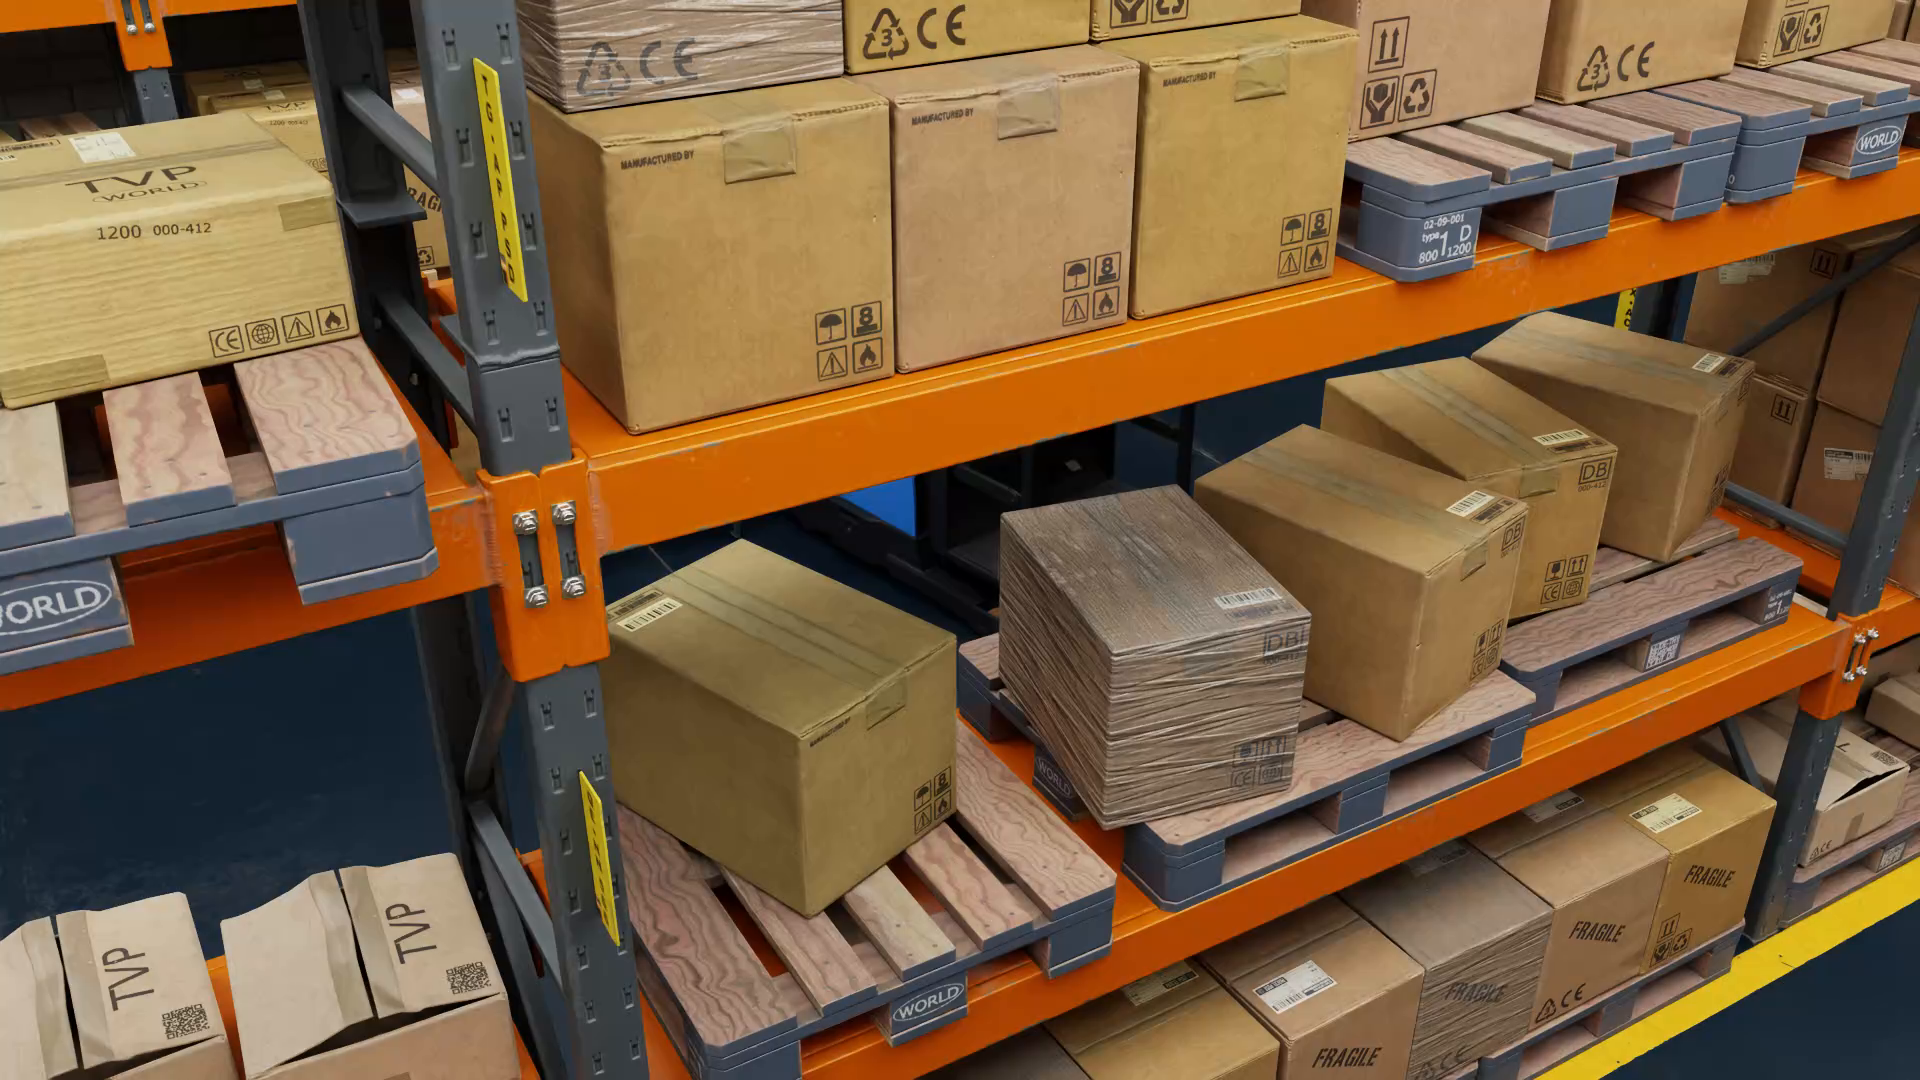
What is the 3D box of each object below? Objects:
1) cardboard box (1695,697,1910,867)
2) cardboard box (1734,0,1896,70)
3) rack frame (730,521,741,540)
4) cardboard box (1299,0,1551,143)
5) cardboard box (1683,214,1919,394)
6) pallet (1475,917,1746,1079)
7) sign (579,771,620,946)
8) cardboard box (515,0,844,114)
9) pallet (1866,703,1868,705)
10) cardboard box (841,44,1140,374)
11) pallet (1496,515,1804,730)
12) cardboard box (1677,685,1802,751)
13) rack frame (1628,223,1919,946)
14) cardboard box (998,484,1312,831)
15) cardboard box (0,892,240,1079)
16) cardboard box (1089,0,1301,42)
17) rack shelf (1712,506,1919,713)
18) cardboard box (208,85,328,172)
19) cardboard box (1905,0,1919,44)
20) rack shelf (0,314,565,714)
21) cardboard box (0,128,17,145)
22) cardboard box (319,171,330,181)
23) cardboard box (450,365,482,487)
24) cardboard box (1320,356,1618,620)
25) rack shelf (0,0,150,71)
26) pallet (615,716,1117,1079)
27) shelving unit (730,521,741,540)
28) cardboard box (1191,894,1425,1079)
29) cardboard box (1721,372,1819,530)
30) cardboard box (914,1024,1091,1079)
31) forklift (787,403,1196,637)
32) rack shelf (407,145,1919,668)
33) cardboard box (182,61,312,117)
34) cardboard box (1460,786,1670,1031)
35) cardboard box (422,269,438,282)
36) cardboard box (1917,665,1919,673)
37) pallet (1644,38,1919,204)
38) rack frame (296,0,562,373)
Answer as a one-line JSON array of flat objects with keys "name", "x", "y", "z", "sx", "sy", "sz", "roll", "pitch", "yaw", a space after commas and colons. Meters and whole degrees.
[{"name": "cardboard box", "x": 3.002, "y": 0.833, "z": 5.964, "sx": 0.500, "sy": 0.311, "sz": 0.500, "roll": -16, "pitch": 33, "yaw": -26}, {"name": "cardboard box", "x": 2.059, "y": -1.631, "z": 4.356, "sx": 0.600, "sy": 0.600, "sz": 0.600, "roll": -19, "pitch": 34, "yaw": -31}, {"name": "rack frame", "x": -1.209, "y": -0.742, "z": 8.014, "sx": 0.023, "sy": 1.500, "sz": 0.400, "roll": -17, "pitch": 32, "yaw": -27}, {"name": "cardboard box", "x": 0.910, "y": -1.304, "z": 3.762, "sx": 0.600, "sy": 0.600, "sz": 0.600, "roll": -17, "pitch": 33, "yaw": -28}, {"name": "cardboard box", "x": 2.835, "y": -0.852, "z": 5.552, "sx": 0.500, "sy": 0.500, "sz": 0.500, "roll": -16, "pitch": 33, "yaw": -26}, {"name": "pallet", "x": 1.848, "y": 1.297, "z": 5.682, "sx": 1.213, "sy": 0.211, "sz": 1.003, "roll": -16, "pitch": 33, "yaw": -26}, {"name": "sign", "x": -0.634, "y": 0.563, "z": 2.926, "sx": 0.005, "sy": 0.325, "sz": 0.100, "roll": -16, "pitch": 33, "yaw": -26}, {"name": "cardboard box", "x": -0.539, "y": -1.059, "z": 2.822, "sx": 0.500, "sy": 0.500, "sz": 0.500, "roll": -16, "pitch": 33, "yaw": -26}, {"name": "pallet", "x": 4.176, "y": 0.613, "z": 6.920, "sx": 1.213, "sy": 0.211, "sz": 1.003, "roll": -16, "pitch": 33, "yaw": -26}, {"name": "cardboard box", "x": -0.119, "y": -0.763, "z": 3.320, "sx": 0.500, "sy": 0.500, "sz": 0.910, "roll": -16, "pitch": 33, "yaw": -26}, {"name": "pallet", "x": 1.786, "y": 0.095, "z": 5.172, "sx": 1.213, "sy": 0.211, "sz": 1.003, "roll": -16, "pitch": 33, "yaw": -26}, {"name": "cardboard box", "x": 2.878, "y": 0.505, "z": 6.362, "sx": 0.500, "sy": 0.500, "sz": 0.500, "roll": -16, "pitch": 33, "yaw": -26}, {"name": "rack frame", "x": 2.531, "y": -0.139, "z": 5.398, "sx": 0.127, "sy": 3.000, "sz": 1.000, "roll": -16, "pitch": 33, "yaw": -26}, {"name": "cardboard box", "x": 0.453, "y": 0.267, "z": 4.124, "sx": 0.500, "sy": 0.500, "sz": 0.700, "roll": -10, "pitch": 30, "yaw": -17}, {"name": "cardboard box", "x": -1.787, "y": 1.017, "z": 3.395, "sx": 0.500, "sy": 0.311, "sz": 0.500, "roll": -16, "pitch": 33, "yaw": -27}, {"name": "cardboard box", "x": 0.341, "y": -1.309, "z": 3.274, "sx": 0.500, "sy": 0.500, "sz": 0.500, "roll": -16, "pitch": 33, "yaw": -26}, {"name": "rack shelf", "x": 4.255, "y": -0.314, "z": 6.459, "sx": 4.000, "sy": 0.370, "sz": 1.077, "roll": -16, "pitch": 33, "yaw": -26}, {"name": "cardboard box", "x": -2.884, "y": -1.745, "z": 7.099, "sx": 0.500, "sy": 0.250, "sz": 0.500, "roll": -15, "pitch": 32, "yaw": -25}, {"name": "cardboard box", "x": 3.075, "y": -1.403, "z": 4.738, "sx": 0.500, "sy": 0.250, "sz": 0.500, "roll": -16, "pitch": 33, "yaw": -26}, {"name": "rack shelf", "x": -2.643, "y": 0.331, "z": 2.186, "sx": 4.000, "sy": 0.370, "sz": 1.077, "roll": -16, "pitch": 33, "yaw": -26}, {"name": "cardboard box", "x": -3.983, "y": -1.561, "z": 6.745, "sx": 0.250, "sy": 0.149, "sz": 0.380, "roll": -22, "pitch": 36, "yaw": -34}, {"name": "cardboard box", "x": -2.883, "y": -1.418, "z": 7.283, "sx": 0.500, "sy": 0.500, "sz": 0.500, "roll": -15, "pitch": 32, "yaw": -25}, {"name": "cardboard box", "x": -2.731, "y": -0.591, "z": 8.006, "sx": 0.750, "sy": 0.750, "sz": 0.750, "roll": -16, "pitch": 33, "yaw": -27}, {"name": "cardboard box", "x": 1.448, "y": -0.149, "z": 4.878, "sx": 0.500, "sy": 0.500, "sz": 0.700, "roll": -11, "pitch": 31, "yaw": -19}, {"name": "rack shelf", "x": -5.155, "y": -1.732, "z": 5.923, "sx": 4.000, "sy": 0.370, "sz": 1.077, "roll": -16, "pitch": 33, "yaw": -26}, {"name": "pallet", "x": -0.369, "y": 0.729, "z": 4.024, "sx": 1.003, "sy": 0.211, "sz": 1.213, "roll": -16, "pitch": 33, "yaw": -26}, {"name": "shelving unit", "x": -1.522, "y": -0.646, "z": 7.850, "sx": 0.755, "sy": 1.500, "sz": 0.431, "roll": -17, "pitch": 32, "yaw": -27}, {"name": "cardboard box", "x": 0.950, "y": 1.368, "z": 4.798, "sx": 0.500, "sy": 0.500, "sz": 0.500, "roll": -17, "pitch": 33, "yaw": -28}, {"name": "cardboard box", "x": 2.831, "y": -0.412, "z": 5.789, "sx": 0.500, "sy": 0.500, "sz": 0.500, "roll": -15, "pitch": 32, "yaw": -26}, {"name": "cardboard box", "x": 0.068, "y": 1.619, "z": 4.344, "sx": 0.500, "sy": 0.500, "sz": 0.500, "roll": -17, "pitch": 33, "yaw": -28}, {"name": "forklift", "x": 0.477, "y": -1.023, "z": 7.070, "sx": 1.130, "sy": 2.935, "sz": 3.031, "roll": -23, "pitch": 37, "yaw": -36}, {"name": "rack shelf", "x": 0.806, "y": -0.648, "z": 3.960, "sx": 4.000, "sy": 0.370, "sz": 1.077, "roll": -16, "pitch": 33, "yaw": -26}, {"name": "cardboard box", "x": -3.171, "y": -1.953, "z": 7.476, "sx": 0.500, "sy": 0.250, "sz": 0.500, "roll": -15, "pitch": 32, "yaw": -25}, {"name": "cardboard box", "x": 1.820, "y": 1.120, "z": 5.247, "sx": 0.500, "sy": 0.500, "sz": 0.500, "roll": -16, "pitch": 33, "yaw": -26}, {"name": "cardboard box", "x": -2.536, "y": -1.194, "z": 7.548, "sx": 0.250, "sy": 0.149, "sz": 0.380, "roll": -15, "pitch": 32, "yaw": -25}, {"name": "cardboard box", "x": 4.148, "y": 0.299, "z": 6.732, "sx": 0.637, "sy": 0.503, "sz": 0.797, "roll": -16, "pitch": 33, "yaw": -26}, {"name": "pallet", "x": 1.933, "y": -1.240, "z": 4.482, "sx": 1.003, "sy": 0.211, "sz": 1.213, "roll": -16, "pitch": 33, "yaw": -26}, {"name": "rack frame", "x": -0.918, "y": -1.787, "z": 2.174, "sx": 0.127, "sy": 3.000, "sz": 1.000, "roll": -16, "pitch": 33, "yaw": -26}]
